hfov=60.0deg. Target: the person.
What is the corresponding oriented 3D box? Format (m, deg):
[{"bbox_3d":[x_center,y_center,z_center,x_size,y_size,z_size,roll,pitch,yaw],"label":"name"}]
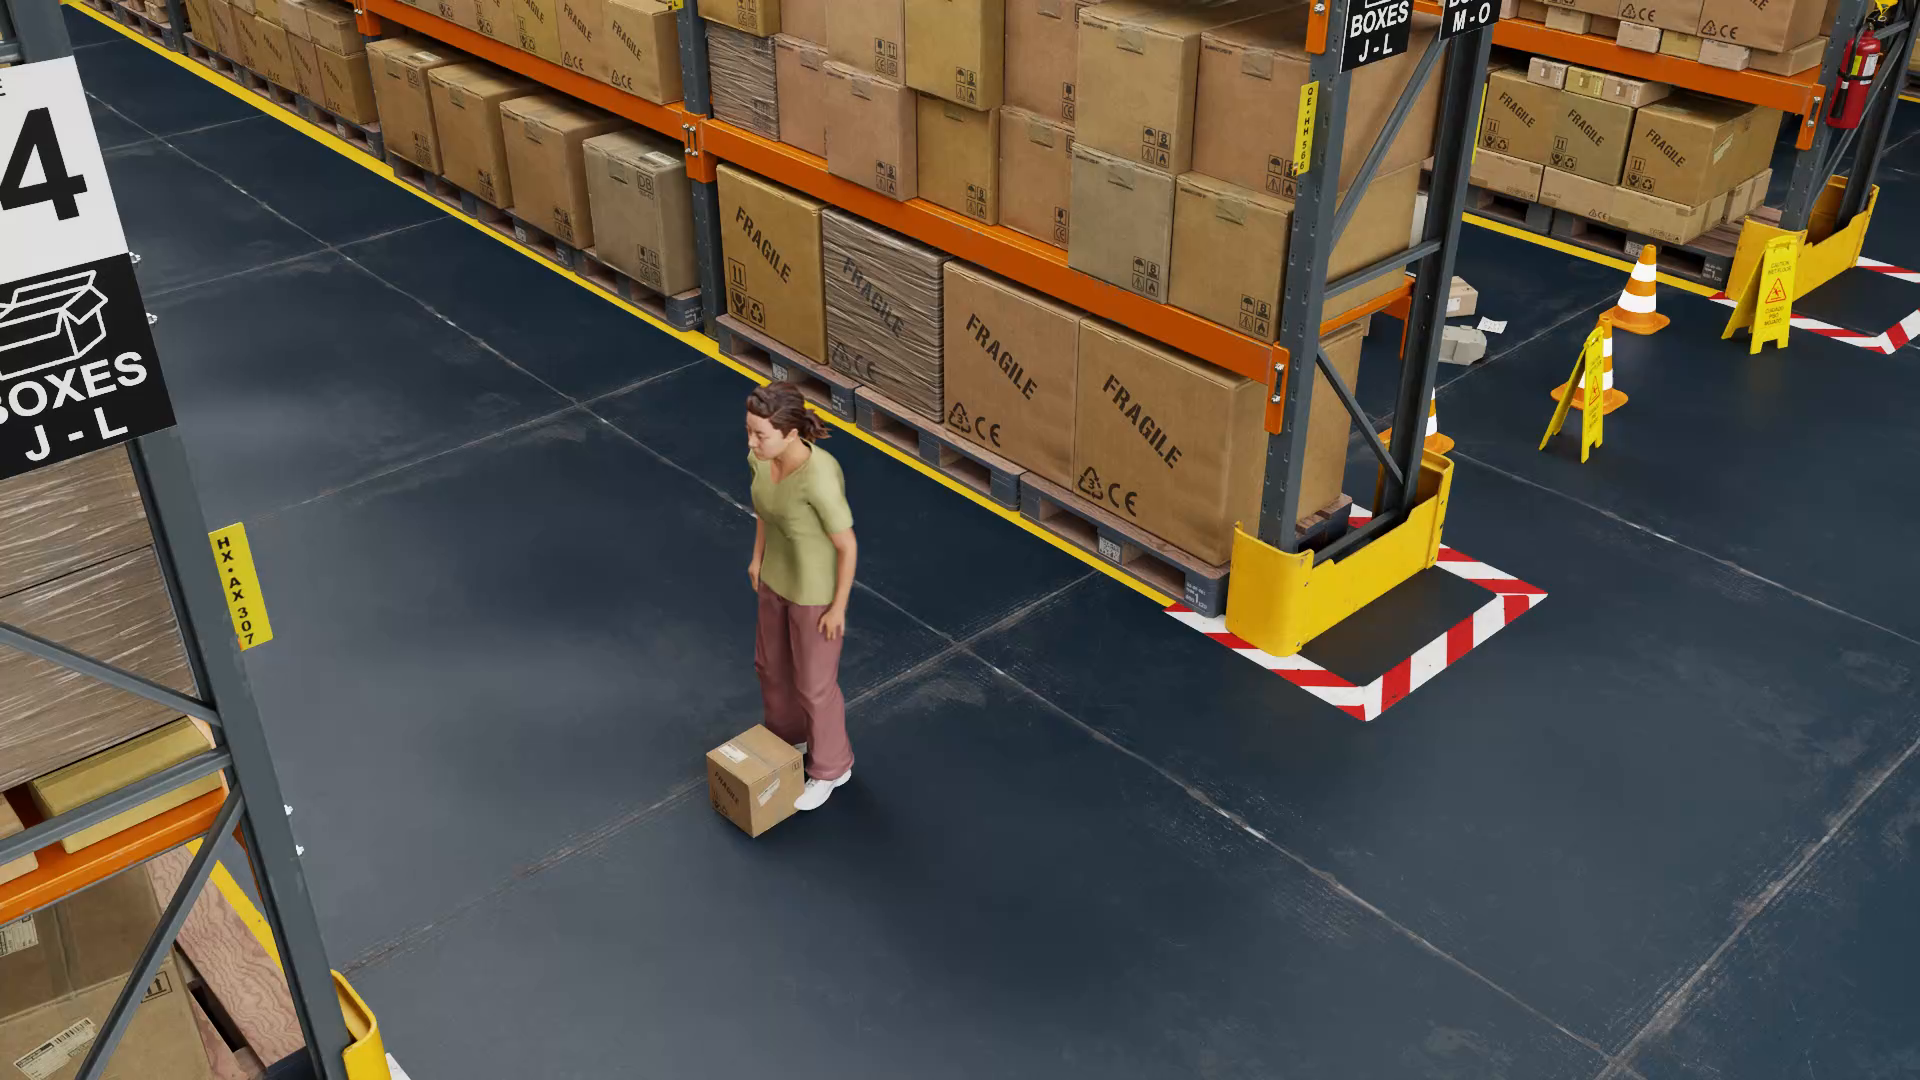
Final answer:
[{"bbox_3d":[-0.571,0.180,5.847,0.355,1.673,0.500,-26,40,-35],"label":"person"}]
